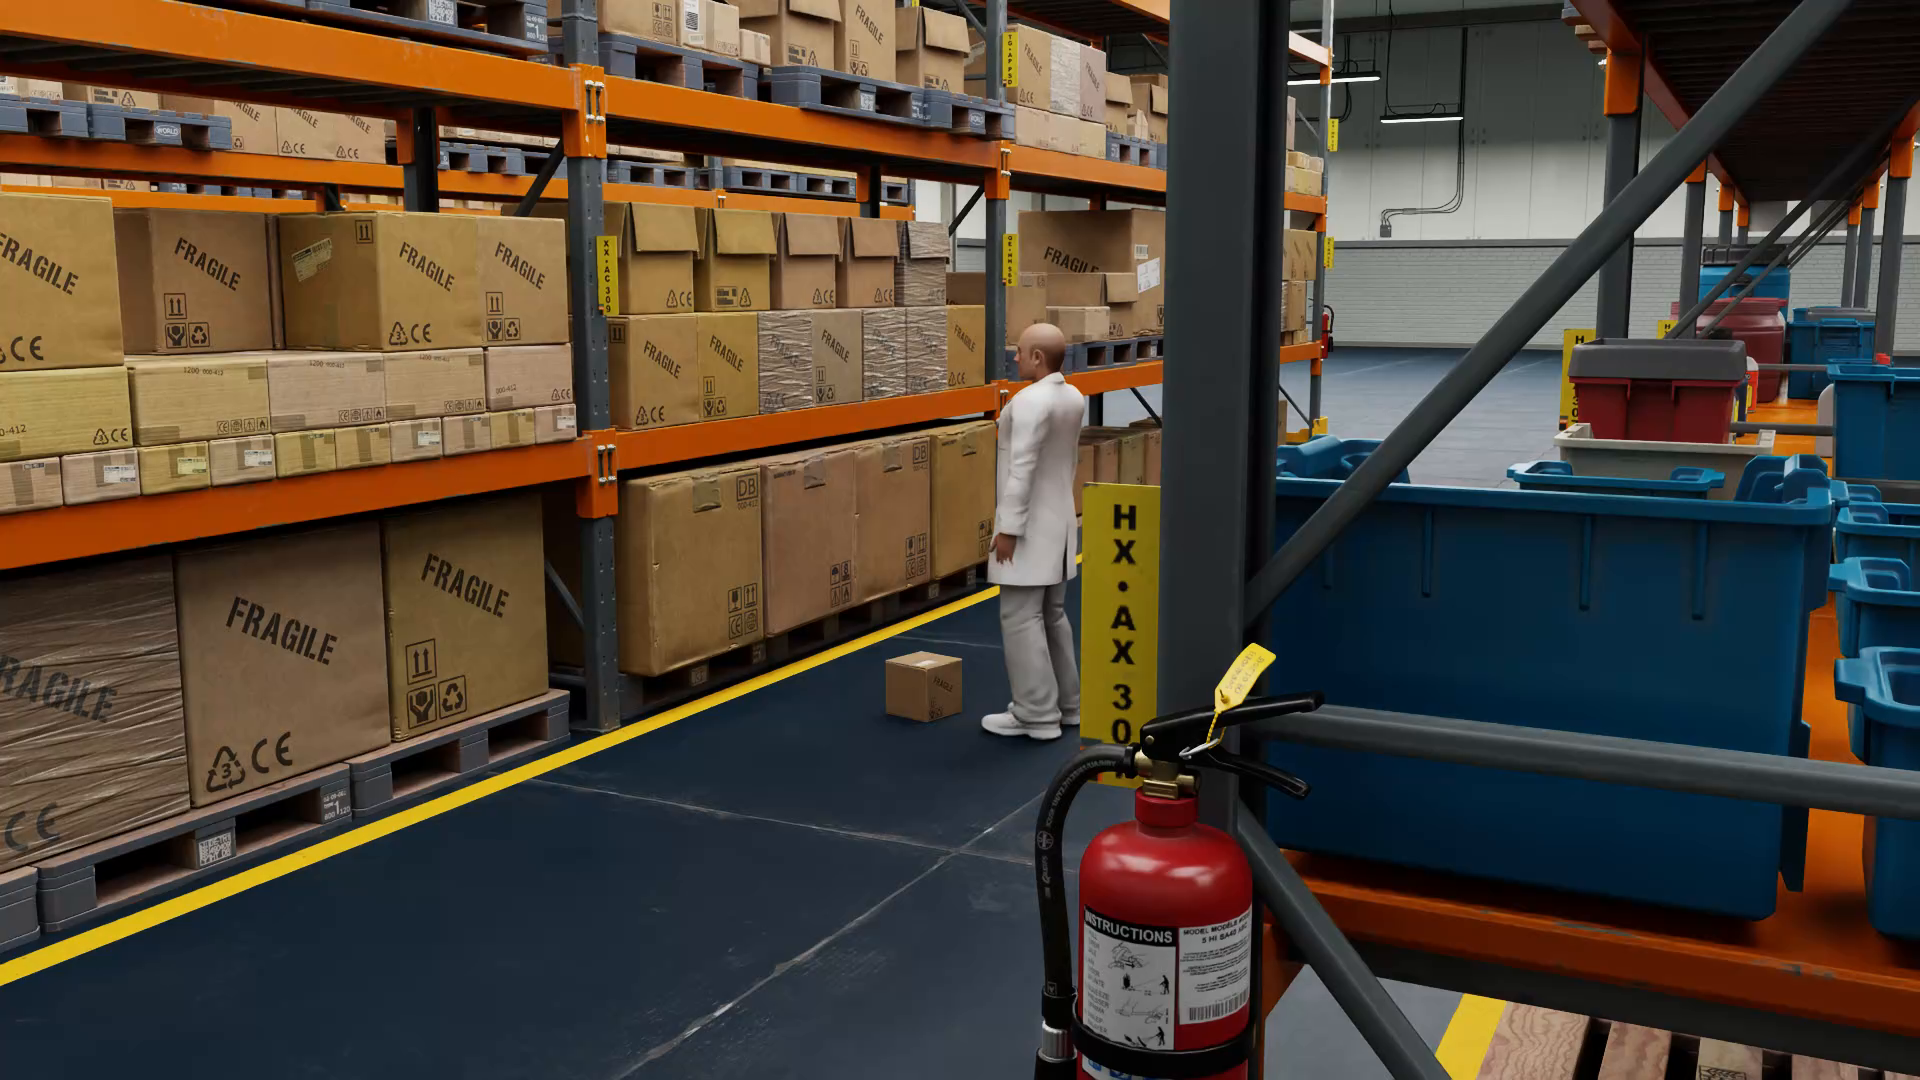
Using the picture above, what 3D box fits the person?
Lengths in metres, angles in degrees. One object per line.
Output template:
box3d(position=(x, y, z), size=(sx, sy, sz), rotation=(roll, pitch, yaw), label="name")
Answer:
box3d(position=(0.314, -0.044, 7.198), size=(0.378, 1.775, 0.560), rotation=(5, 10, 27), label="person")
